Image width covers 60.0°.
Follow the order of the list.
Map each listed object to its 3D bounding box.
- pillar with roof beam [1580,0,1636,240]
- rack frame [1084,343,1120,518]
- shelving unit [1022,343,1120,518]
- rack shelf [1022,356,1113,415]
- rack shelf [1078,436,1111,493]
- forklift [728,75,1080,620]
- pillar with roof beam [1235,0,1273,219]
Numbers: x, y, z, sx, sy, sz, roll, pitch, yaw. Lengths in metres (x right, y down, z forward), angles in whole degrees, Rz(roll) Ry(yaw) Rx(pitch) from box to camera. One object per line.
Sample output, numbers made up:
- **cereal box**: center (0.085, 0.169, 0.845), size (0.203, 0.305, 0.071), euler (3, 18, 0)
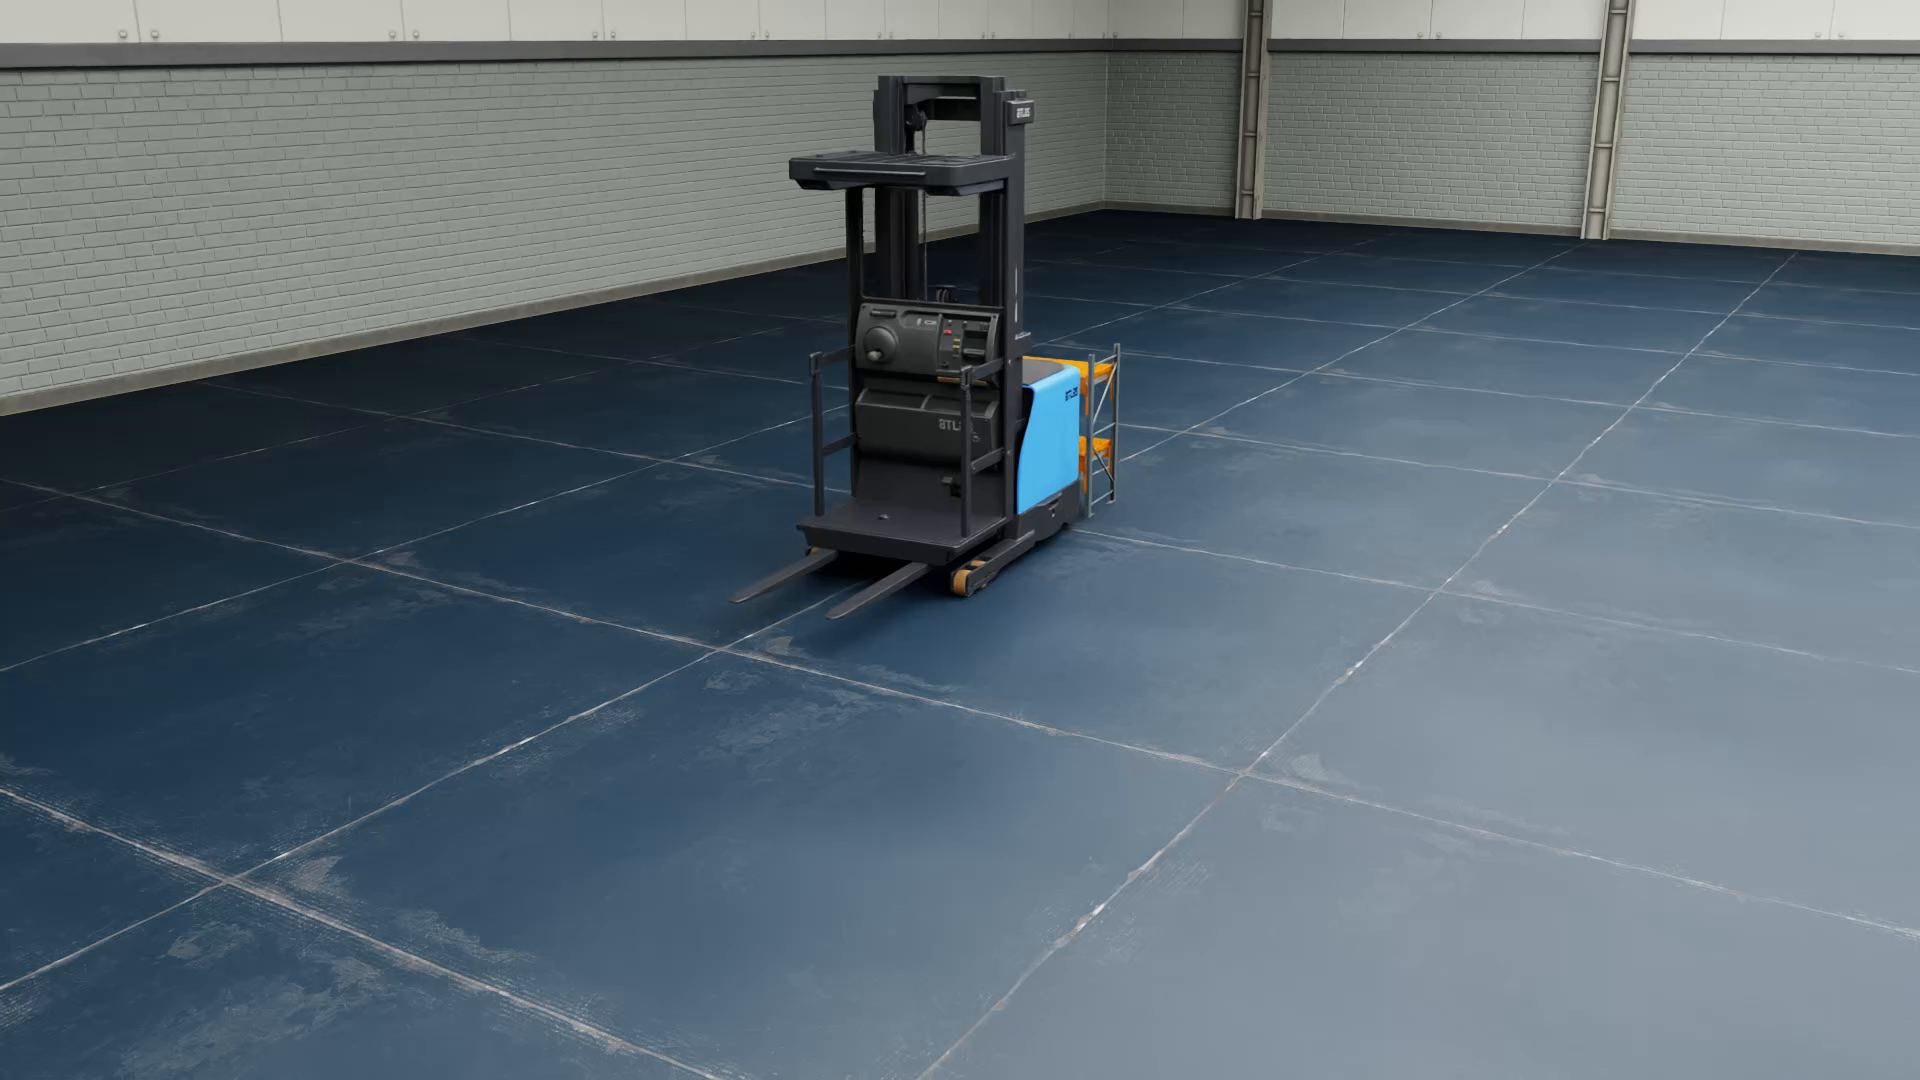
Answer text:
- **pillar with roof beam**: center (8.066, -8.143, 22.207), size (0.400, 9.000, 9.100), euler (10, 20, 30)
- **rack frame**: center (0.980, -0.754, 11.429), size (0.032, 1.125, 0.500), euler (8, 19, 26)
- **shelving unit**: center (0.527, -0.821, 11.650), size (1.048, 1.125, 0.538), euler (8, 19, 26)
- **rack shelf**: center (0.527, -1.101, 11.565), size (1.000, 0.278, 0.538), euler (8, 19, 26)
- **rack shelf**: center (0.527, -0.587, 11.721), size (1.000, 0.278, 0.538), euler (8, 19, 26)
- **forklift**: center (-0.294, -1.211, 9.825), size (1.130, 2.935, 3.031), euler (8, 19, 25)
- **pillar with roof beam**: center (2.954, -9.056, 25.212), size (0.400, 9.000, 9.100), euler (10, 20, 30)
